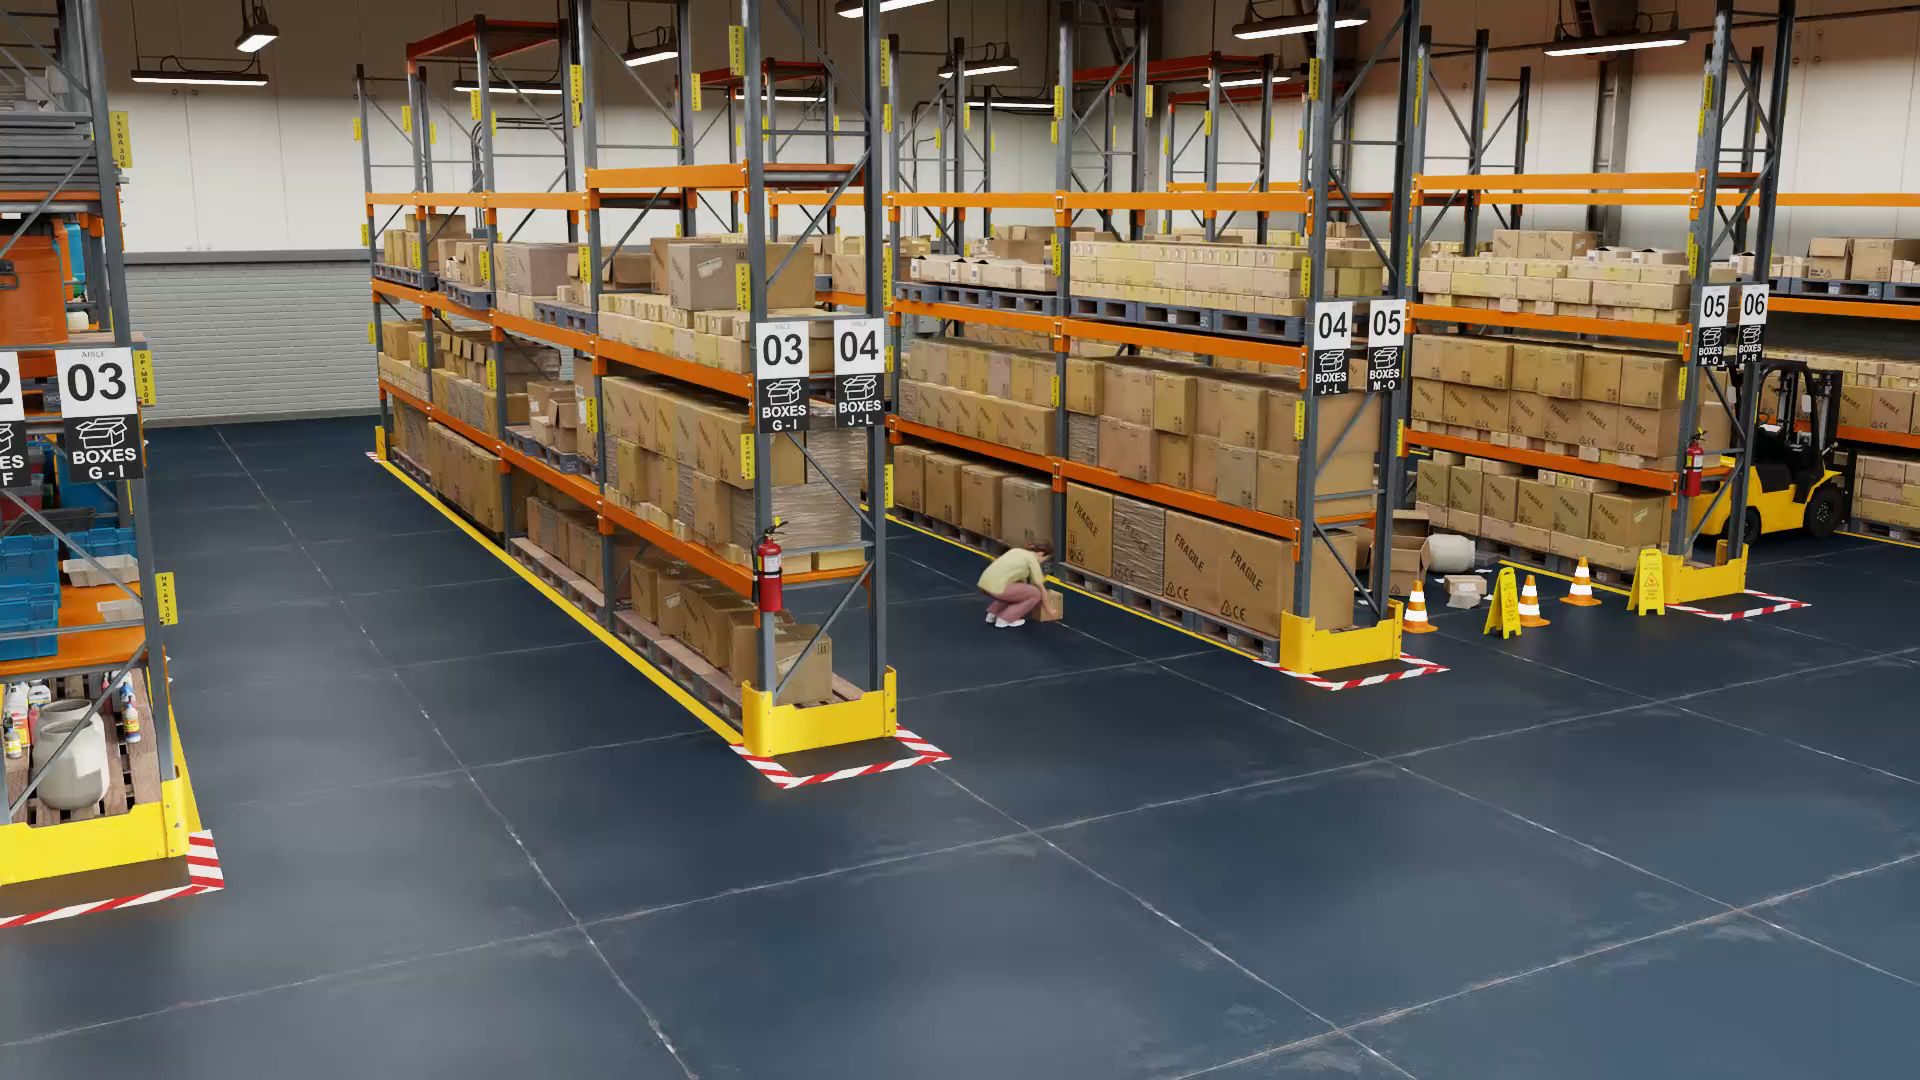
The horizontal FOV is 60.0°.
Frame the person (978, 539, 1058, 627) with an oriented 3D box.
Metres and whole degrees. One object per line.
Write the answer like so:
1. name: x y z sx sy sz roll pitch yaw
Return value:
1. person: 0.558 0.423 16.171 0.810 0.796 0.477 -6 13 -28
